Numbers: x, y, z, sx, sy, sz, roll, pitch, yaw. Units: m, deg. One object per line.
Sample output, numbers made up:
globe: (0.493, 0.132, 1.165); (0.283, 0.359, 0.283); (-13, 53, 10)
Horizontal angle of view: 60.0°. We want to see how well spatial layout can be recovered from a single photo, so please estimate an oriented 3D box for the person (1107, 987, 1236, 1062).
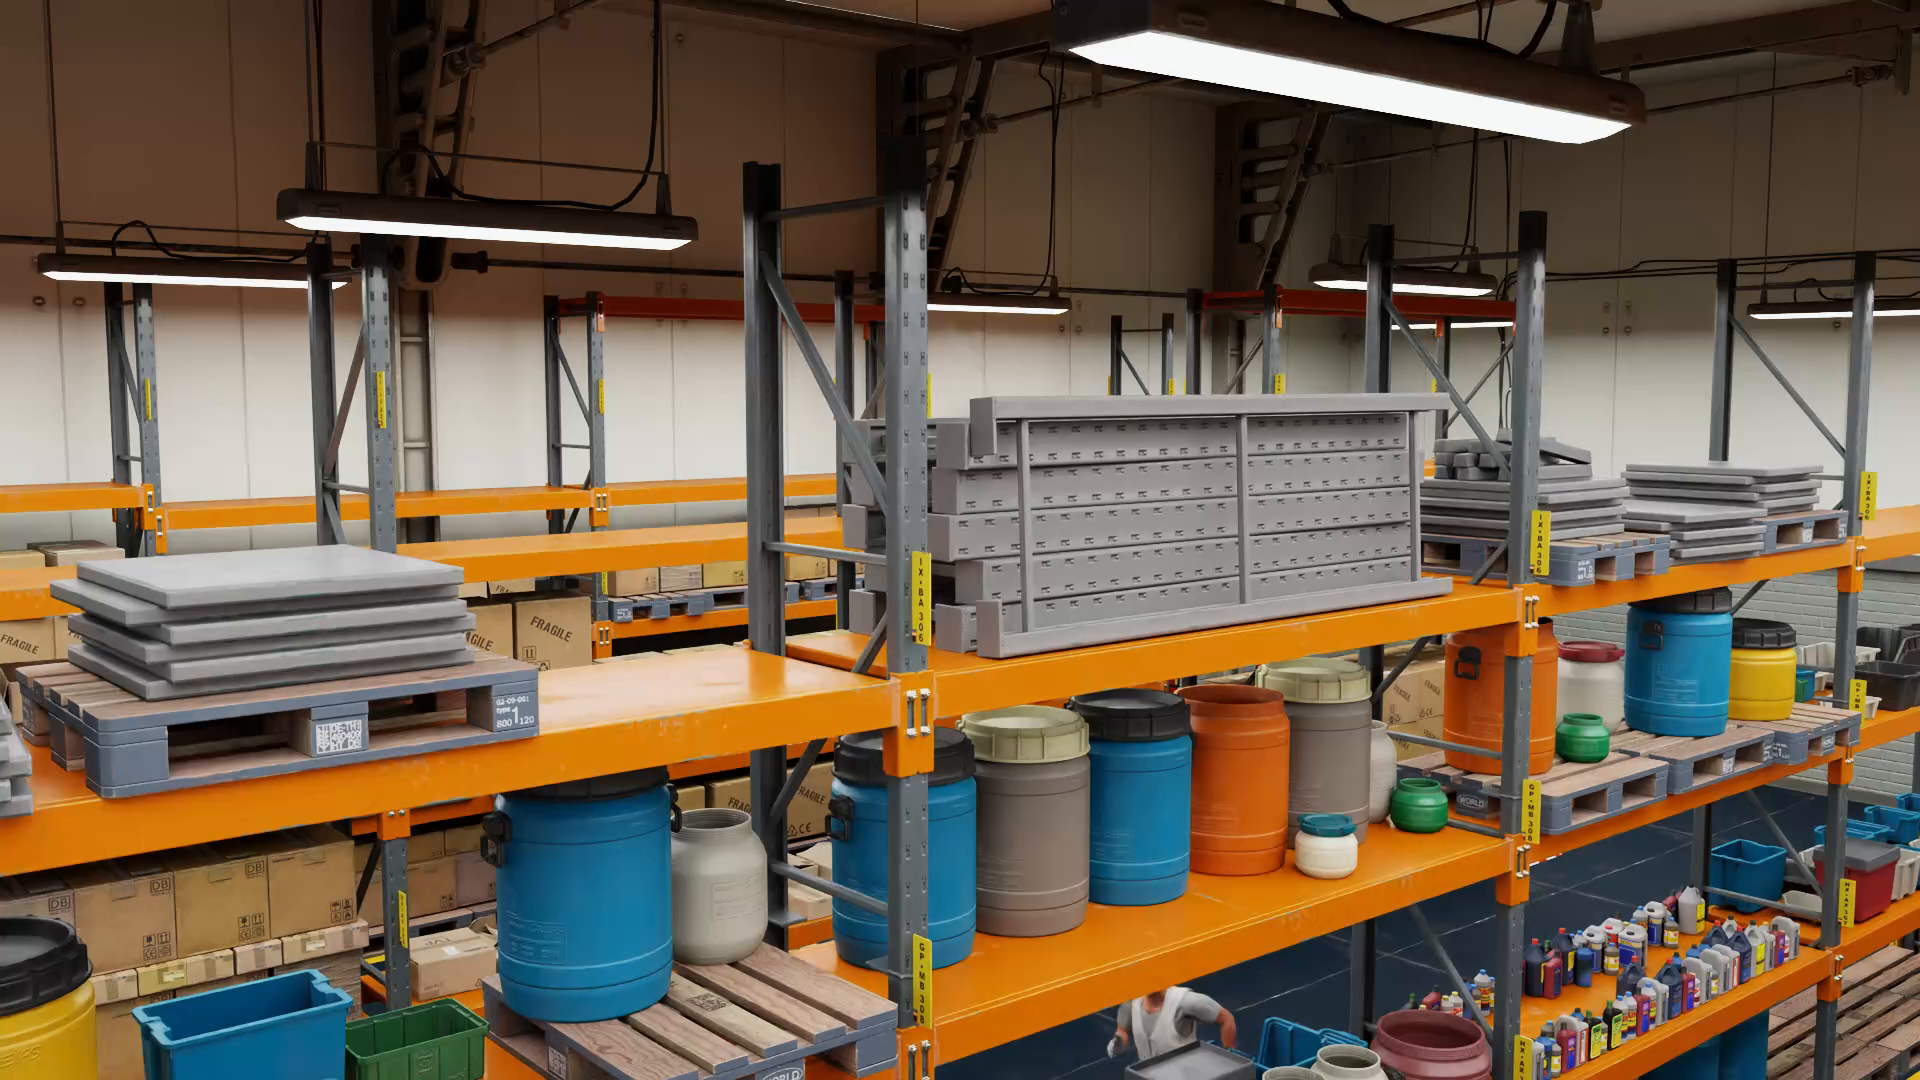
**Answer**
person: (1.246, 3.305, 10.060); (0.809, 1.747, 0.696); (-5, 8, -43)
